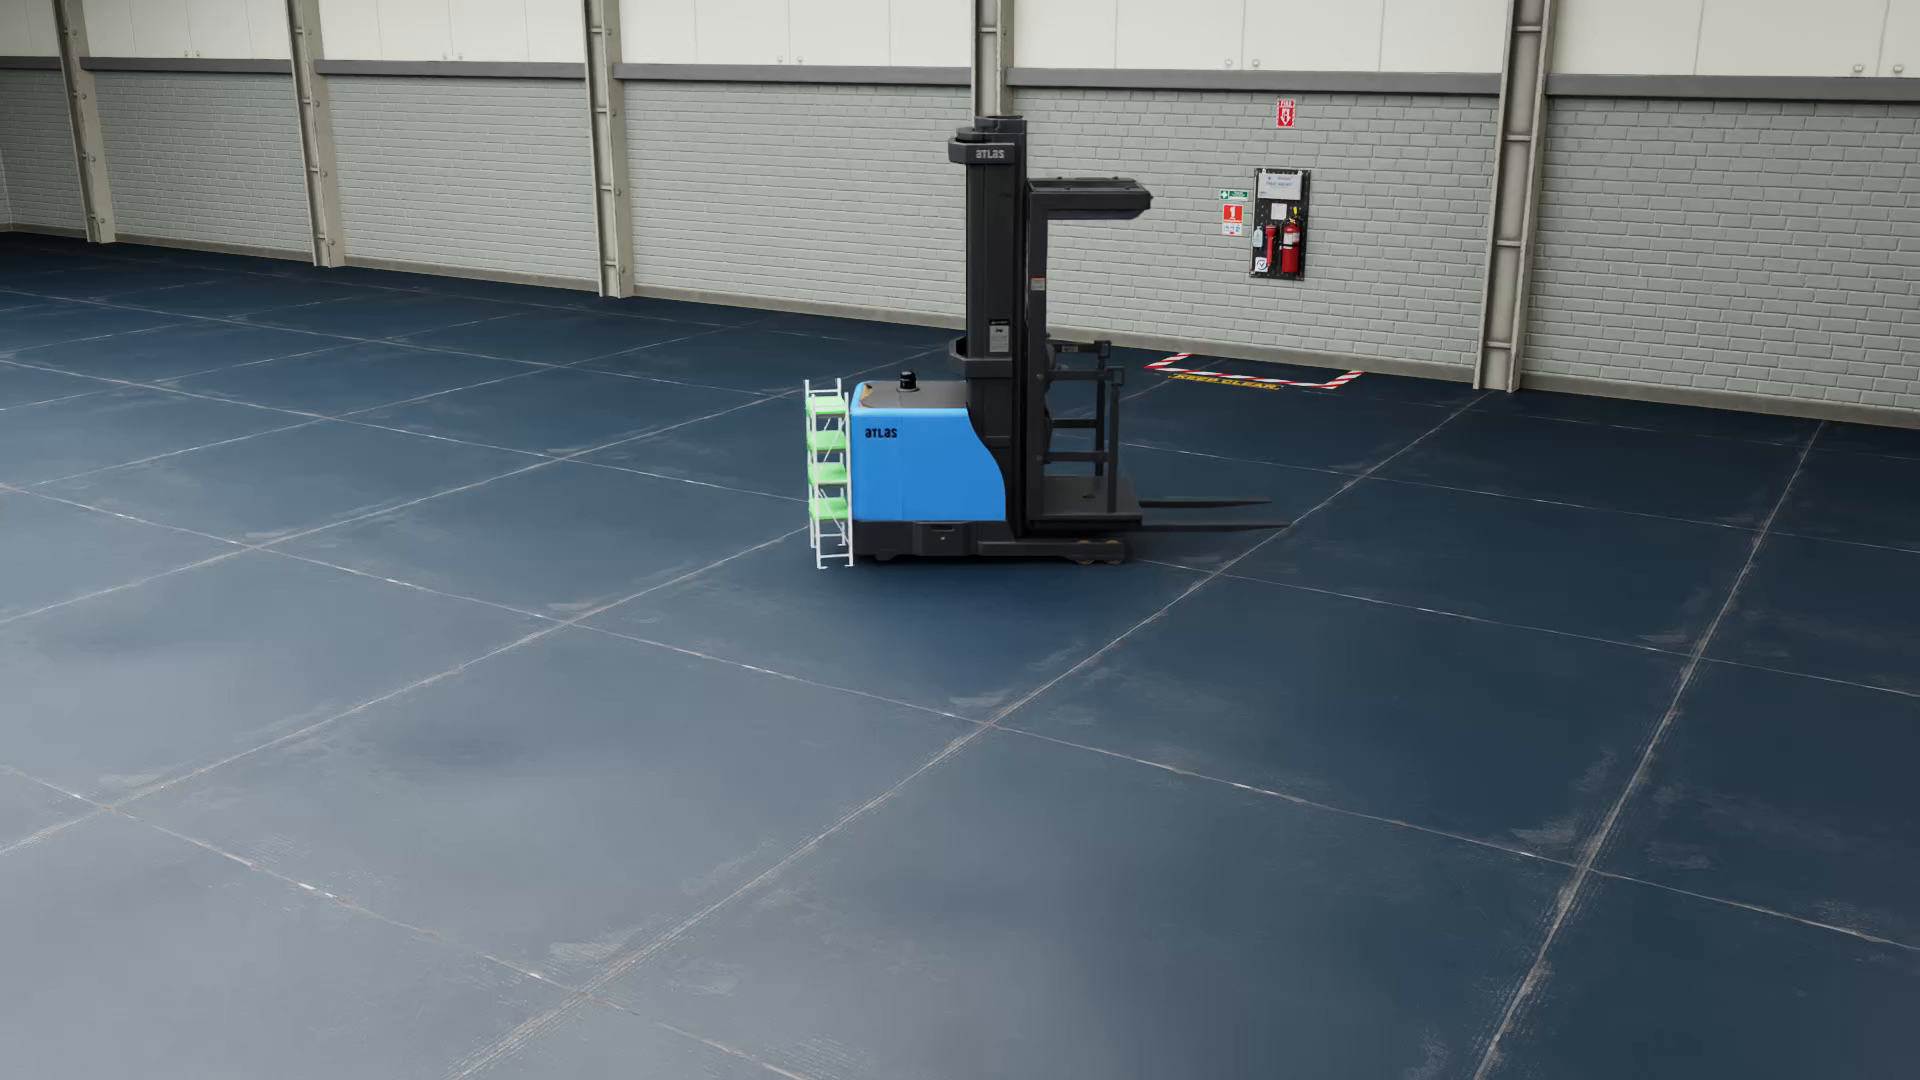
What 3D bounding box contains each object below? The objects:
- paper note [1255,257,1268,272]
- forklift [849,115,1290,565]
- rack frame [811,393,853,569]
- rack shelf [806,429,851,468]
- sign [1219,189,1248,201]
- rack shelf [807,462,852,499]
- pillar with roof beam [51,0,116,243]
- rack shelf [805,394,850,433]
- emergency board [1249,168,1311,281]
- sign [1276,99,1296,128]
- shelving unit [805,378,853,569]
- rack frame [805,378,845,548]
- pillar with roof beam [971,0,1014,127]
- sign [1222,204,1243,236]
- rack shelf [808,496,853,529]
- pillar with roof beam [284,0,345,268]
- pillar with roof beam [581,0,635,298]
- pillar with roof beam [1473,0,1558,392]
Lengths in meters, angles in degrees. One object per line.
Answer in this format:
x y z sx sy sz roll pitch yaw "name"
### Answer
3.285 -2.999 18.110 0.142 0.148 0.016 10 20 30 "paper note"
0.758 -1.387 11.404 3.031 2.935 1.130 0 17 0 "forklift"
-0.850 -0.386 11.085 0.240 1.200 0.015 -3 17 -9 "rack frame"
-0.892 -0.625 11.264 0.258 0.148 0.480 -3 17 -9 "rack shelf"
2.982 -3.754 18.106 0.331 0.109 0.001 10 20 30 "sign"
-0.891 -0.395 11.334 0.258 0.148 0.480 -3 17 -9 "rack shelf"
-17.219 -8.446 24.204 0.400 9.000 9.100 10 20 30 "pillar with roof beam"
-0.894 -0.854 11.194 0.258 0.148 0.480 -3 17 -9 "rack shelf"
3.400 -3.377 17.837 0.643 1.169 0.194 10 20 30 "emergency board"
3.445 -4.512 17.585 0.199 0.298 0.001 10 20 30 "sign"
-0.891 -0.456 11.315 0.258 1.200 0.503 -3 17 -9 "shelving unit"
-0.933 -0.526 11.545 0.240 1.200 0.015 -3 17 -9 "rack frame"
-1.880 -5.708 15.191 0.400 9.000 9.100 10 20 30 "pillar with roof beam"
2.982 -3.504 18.193 0.234 0.329 0.001 10 20 30 "sign"
-0.889 -0.166 11.404 0.258 0.148 0.480 -3 17 -9 "rack shelf"
-12.106 -7.534 21.200 0.400 9.000 9.100 10 20 30 "pillar with roof beam"
-6.993 -6.621 18.195 0.400 9.000 9.100 10 20 30 "pillar with roof beam"
3.232 -4.796 12.186 0.400 9.000 9.100 10 20 30 "pillar with roof beam"
